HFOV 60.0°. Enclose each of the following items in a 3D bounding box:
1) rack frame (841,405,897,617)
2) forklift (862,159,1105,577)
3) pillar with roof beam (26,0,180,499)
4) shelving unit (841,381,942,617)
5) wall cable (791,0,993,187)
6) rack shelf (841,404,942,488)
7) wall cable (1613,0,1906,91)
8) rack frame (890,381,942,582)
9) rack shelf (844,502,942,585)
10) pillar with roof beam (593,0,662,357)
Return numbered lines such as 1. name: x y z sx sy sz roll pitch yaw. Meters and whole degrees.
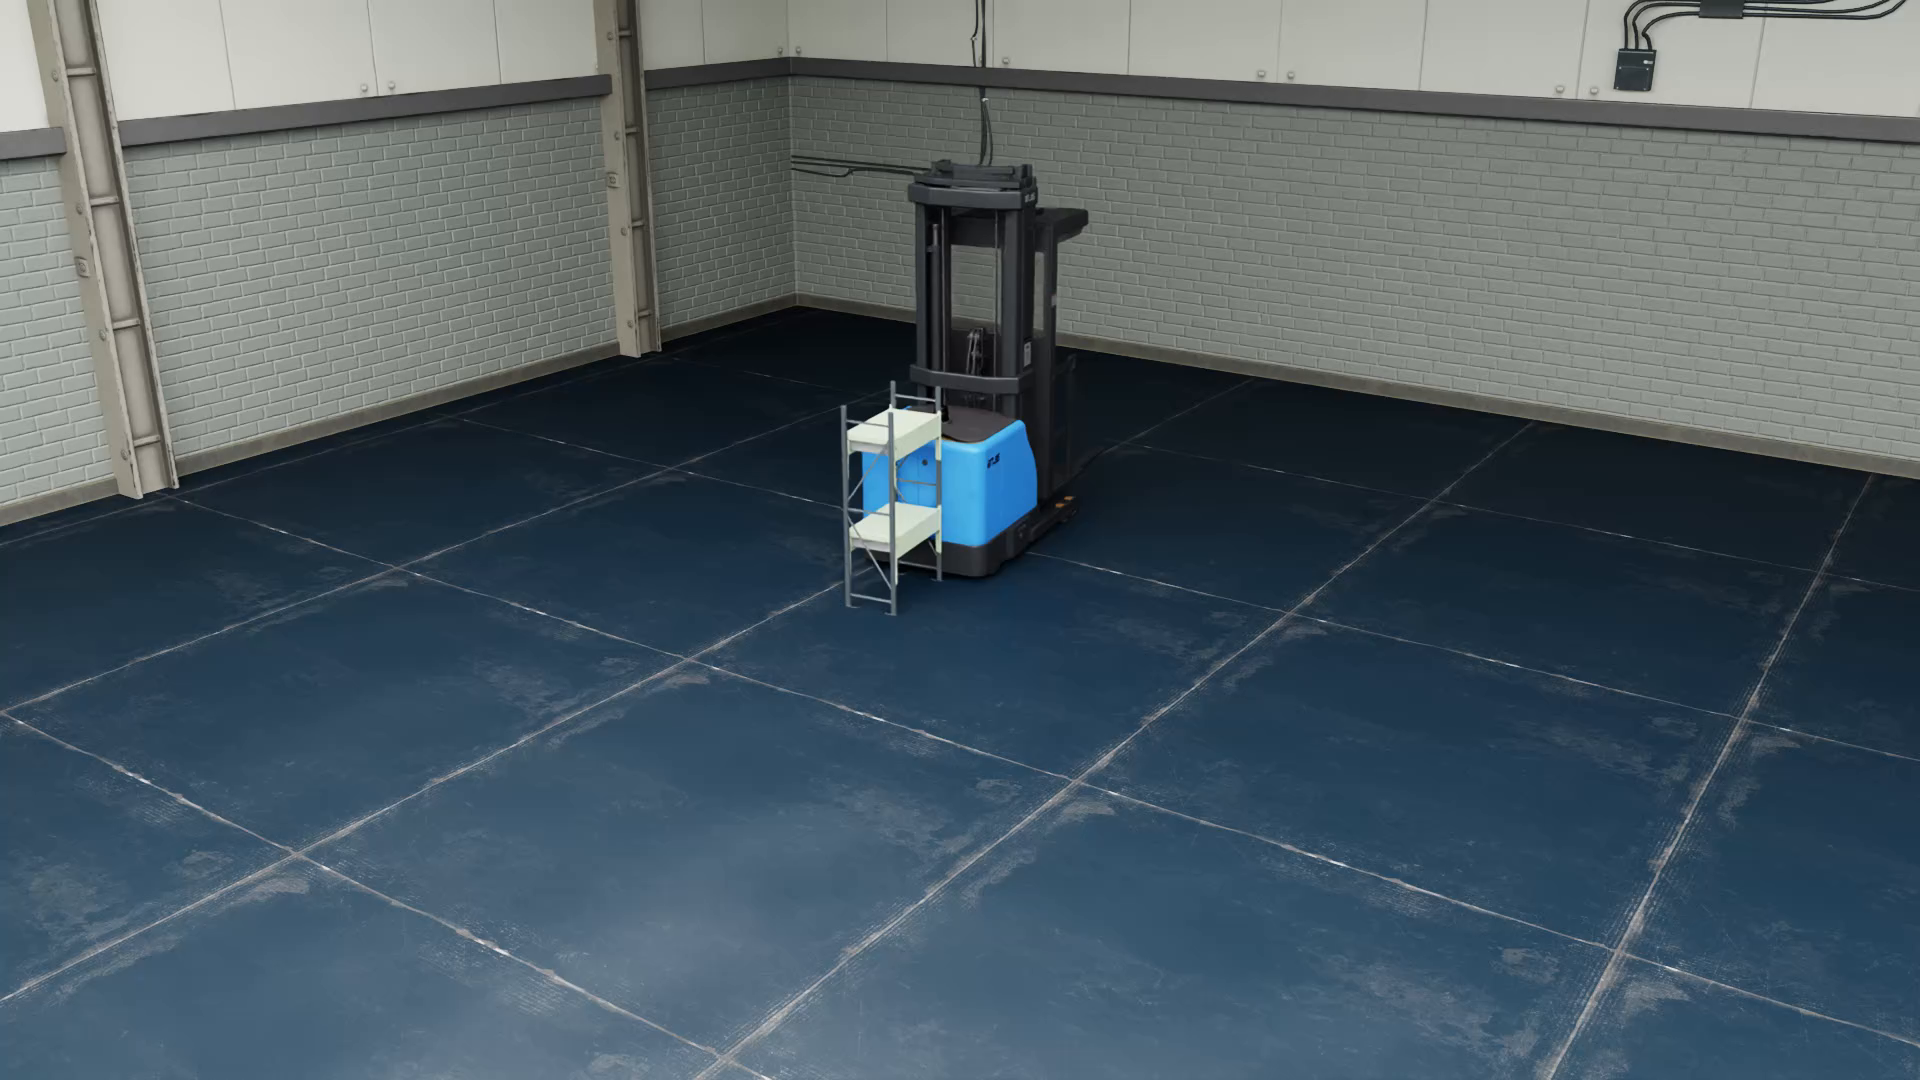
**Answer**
1. rack frame: -0.635 -0.191 11.620 0.400 1.500 0.023 9 22 24
2. forklift: 0.340 -1.573 13.294 1.130 2.935 3.031 9 22 24
3. pillar with roof beam: -3.484 -3.816 10.610 9.100 9.000 0.400 13 24 32
4. shelving unit: -0.477 -0.306 11.930 0.431 1.500 0.755 9 22 24
5. wall cable: -0.922 -5.508 19.660 3.097 2.526 0.112 13 24 32
6. rack shelf: -0.477 -0.672 11.795 0.431 0.370 0.720 9 22 24
7. wall cable: 6.920 -6.703 13.514 2.305 6.003 0.169 13 24 32
8. rack frame: -0.320 -0.421 12.240 0.400 1.500 0.023 9 22 24
9. rack shelf: -0.477 0.000 12.043 0.431 0.370 0.720 9 22 24
10. pillar with roof beam: -0.111 -5.537 15.264 9.100 9.000 0.400 13 24 32
